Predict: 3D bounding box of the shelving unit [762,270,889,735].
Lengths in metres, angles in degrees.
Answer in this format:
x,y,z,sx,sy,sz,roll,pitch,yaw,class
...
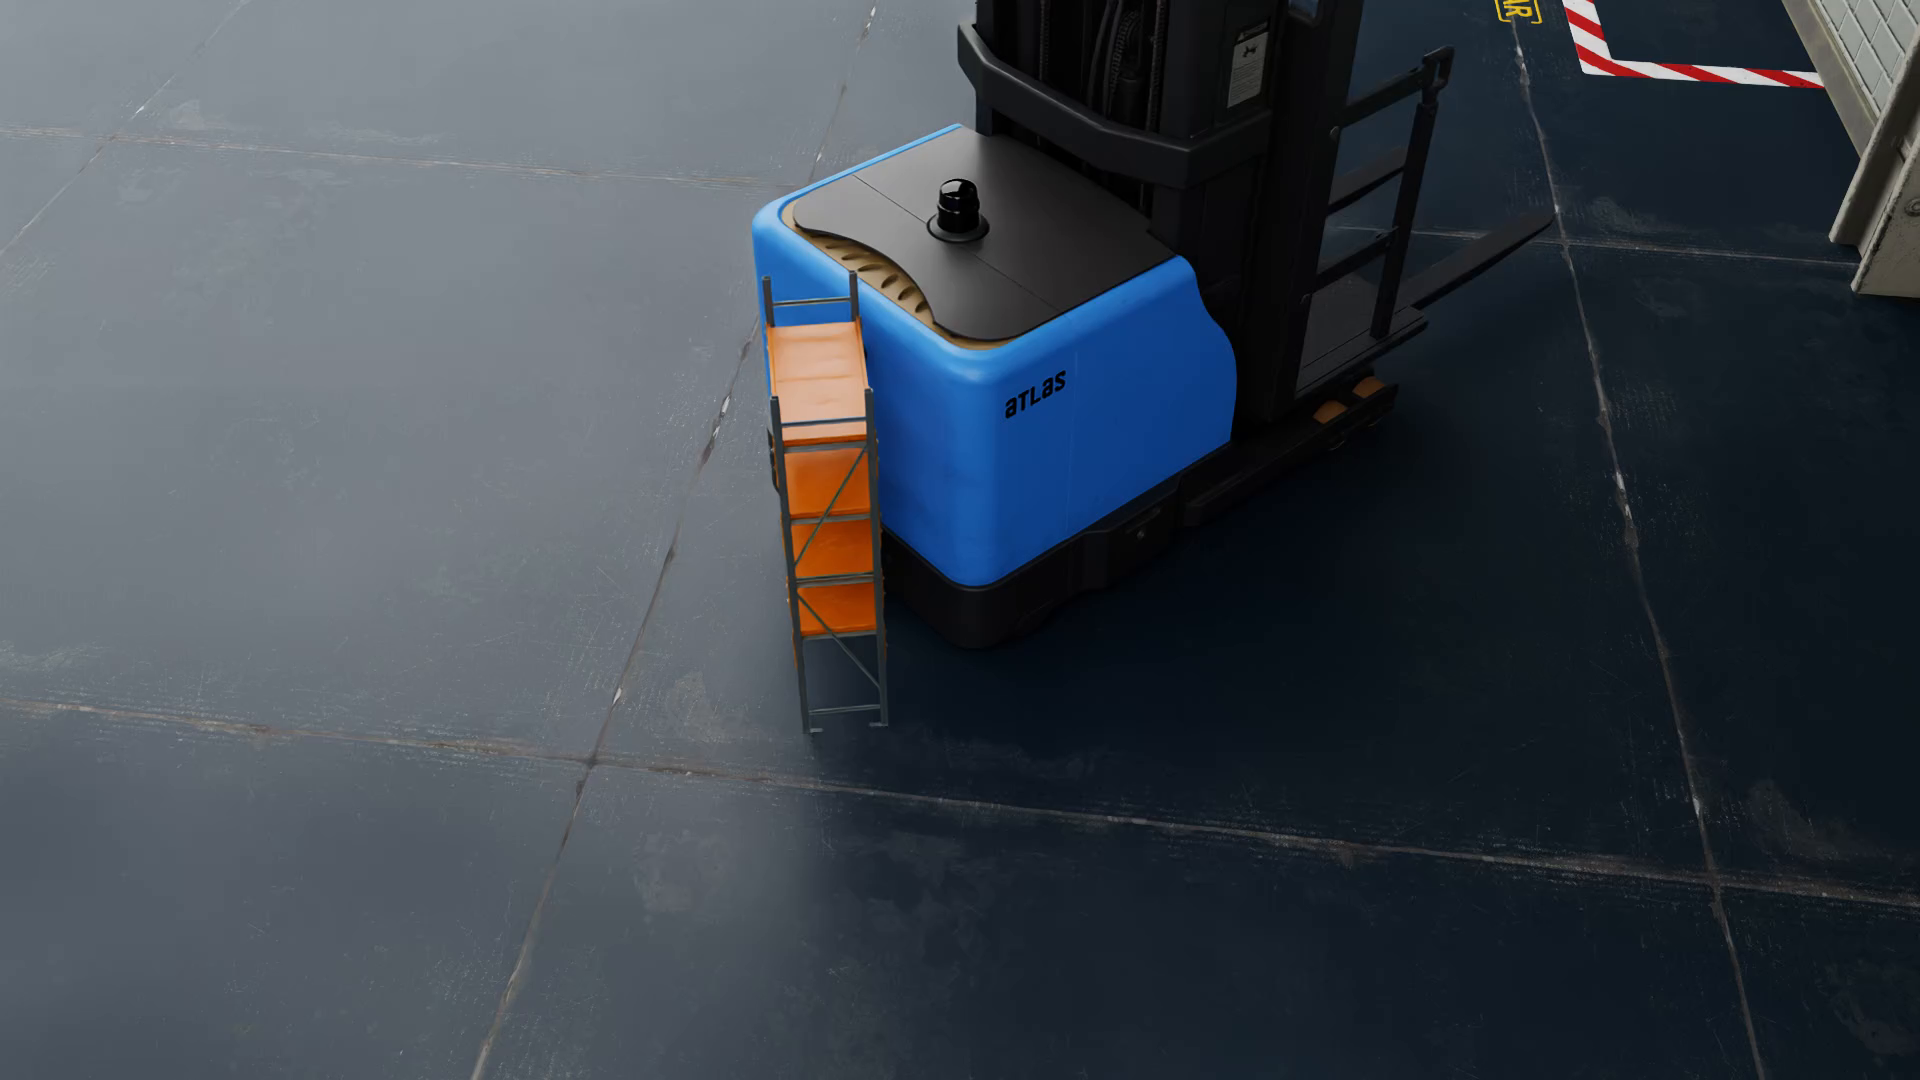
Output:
x,y,z,sx,sy,sz,roll,pitch,yaw,class
-0.351,-0.070,4.451,0.258,1.200,0.503,-5,44,-5,shelving unit

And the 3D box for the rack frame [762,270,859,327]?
x,y,z,sx,sy,sz,roll,pitch,yaw,class
-0.381,-0.237,4.627,0.240,1.200,0.015,-5,44,-5,rack frame

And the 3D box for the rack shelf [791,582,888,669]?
x,y,z,sx,sy,sz,roll,pitch,yaw,class
-0.351,0.123,4.634,0.258,0.148,0.480,-5,44,-5,rack shelf

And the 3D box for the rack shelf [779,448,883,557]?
x,y,z,sx,sy,sz,roll,pitch,yaw,class
-0.351,-0.184,4.344,0.258,0.148,0.480,-5,44,-5,rack shelf

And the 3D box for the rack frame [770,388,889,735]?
x,y,z,sx,sy,sz,roll,pitch,yaw,class
-0.321,0.096,4.275,0.240,1.200,0.015,-5,44,-5,rack frame

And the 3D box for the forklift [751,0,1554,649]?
x,y,z,sx,sy,sz,roll,pitch,yaw,class
0.848,-1.614,4.822,3.031,2.935,1.130,-30,51,-28,forklift

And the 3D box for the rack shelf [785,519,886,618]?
x,y,z,sx,sy,sz,roll,pitch,yaw,class
-0.351,-0.021,4.498,0.258,0.148,0.480,-5,44,-5,rack shelf

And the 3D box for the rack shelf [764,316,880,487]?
x,y,z,sx,sy,sz,roll,pitch,yaw,class
-0.351,-0.355,4.181,0.258,0.148,0.480,-5,44,-5,rack shelf
